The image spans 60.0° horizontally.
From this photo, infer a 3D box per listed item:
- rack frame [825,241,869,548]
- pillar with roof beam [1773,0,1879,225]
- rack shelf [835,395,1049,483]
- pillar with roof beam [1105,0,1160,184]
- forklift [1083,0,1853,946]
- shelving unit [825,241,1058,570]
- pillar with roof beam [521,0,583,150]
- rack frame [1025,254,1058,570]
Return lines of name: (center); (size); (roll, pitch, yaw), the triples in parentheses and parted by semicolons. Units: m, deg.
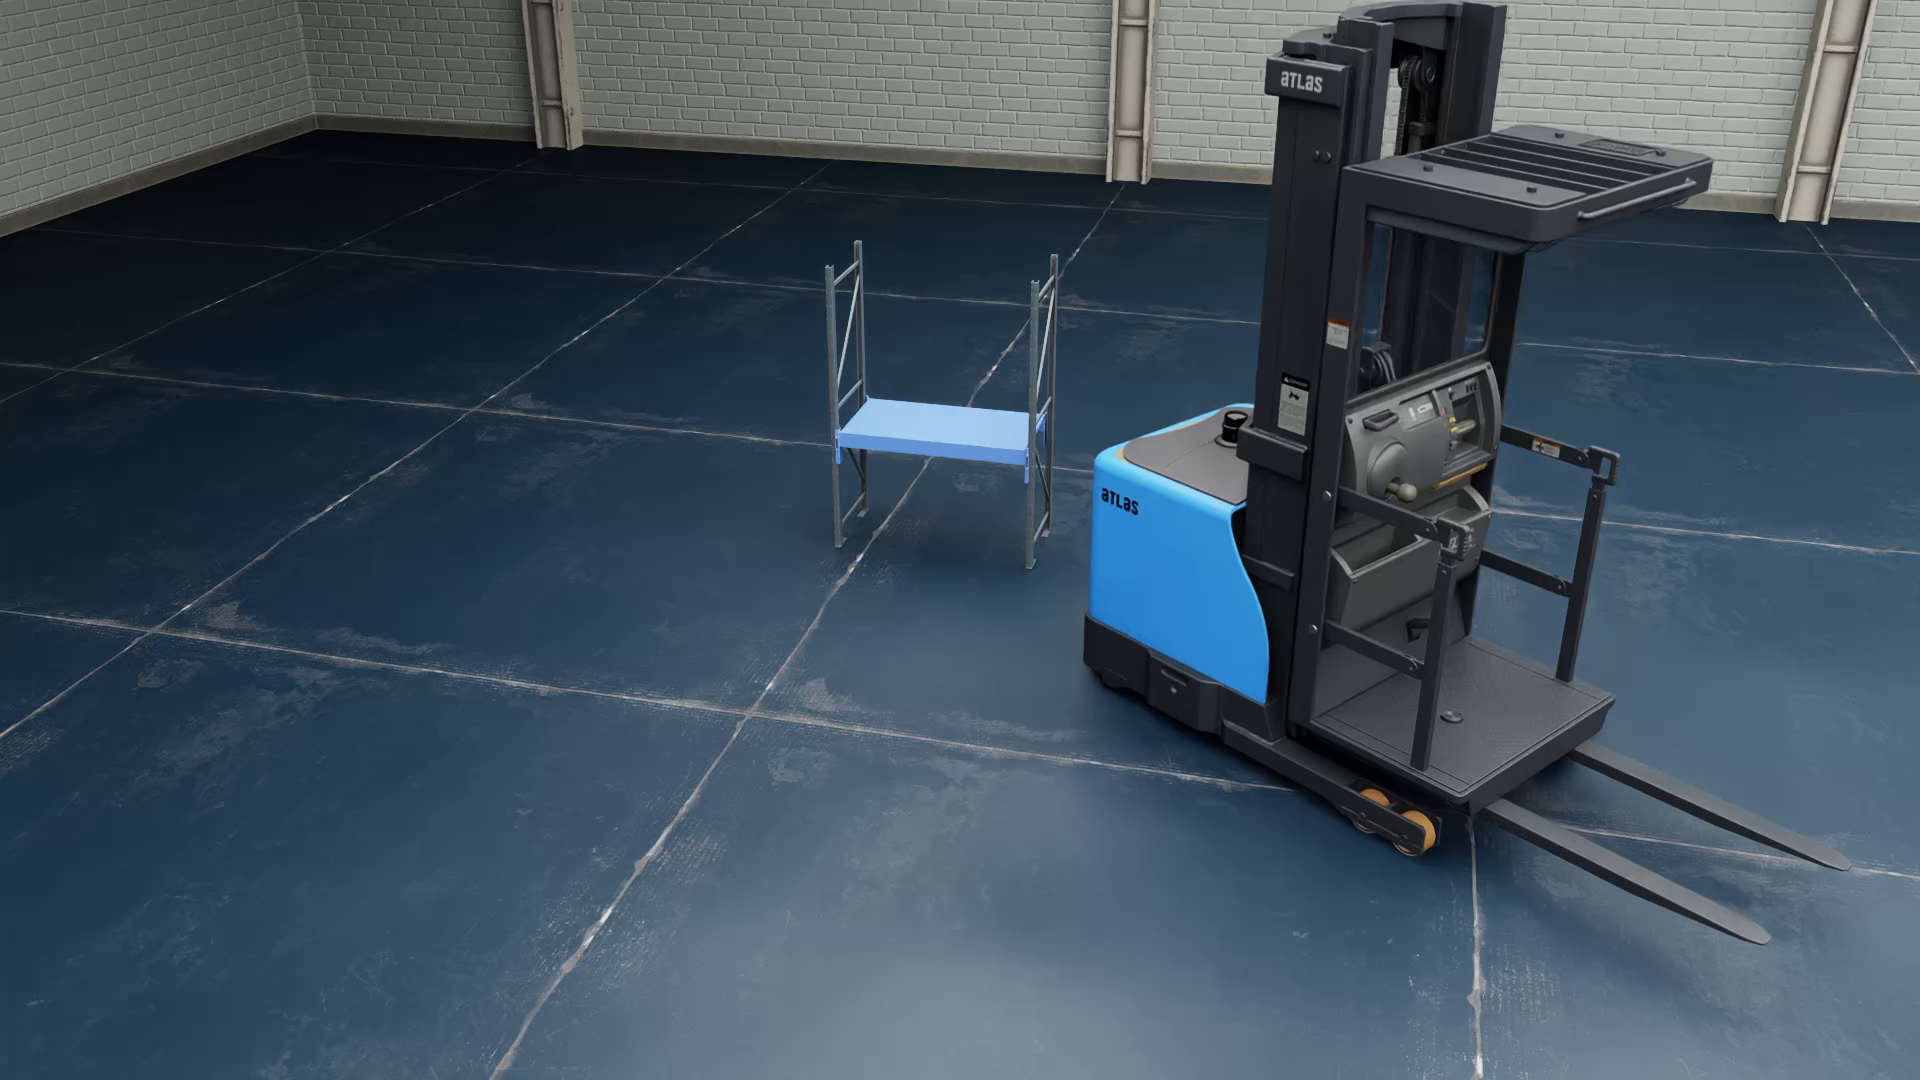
rack frame: (-0.575, -0.741, 8.561); (0.032, 1.500, 0.500); (6, 26, 13)
pillar with roof beam: (6.367, -5.115, 9.026); (0.400, 9.000, 9.100); (6, 26, 13)
rack shelf: (-0.083, -0.524, 8.524); (1.000, 0.185, 0.538); (6, 26, 13)
pillar with roof beam: (0.556, -5.758, 10.375); (0.400, 9.000, 9.100); (6, 26, 13)
forklift: (1.896, -0.382, 6.142); (1.130, 2.935, 3.031); (-20, 32, -36)
shelving unit: (-0.083, -0.686, 8.447); (1.048, 1.500, 0.538); (6, 26, 13)
pillar with roof beam: (-5.255, -6.400, 11.724); (0.400, 9.000, 9.100); (6, 26, 13)
rack frame: (0.410, -0.632, 8.332); (0.032, 1.500, 0.500); (6, 26, 13)
